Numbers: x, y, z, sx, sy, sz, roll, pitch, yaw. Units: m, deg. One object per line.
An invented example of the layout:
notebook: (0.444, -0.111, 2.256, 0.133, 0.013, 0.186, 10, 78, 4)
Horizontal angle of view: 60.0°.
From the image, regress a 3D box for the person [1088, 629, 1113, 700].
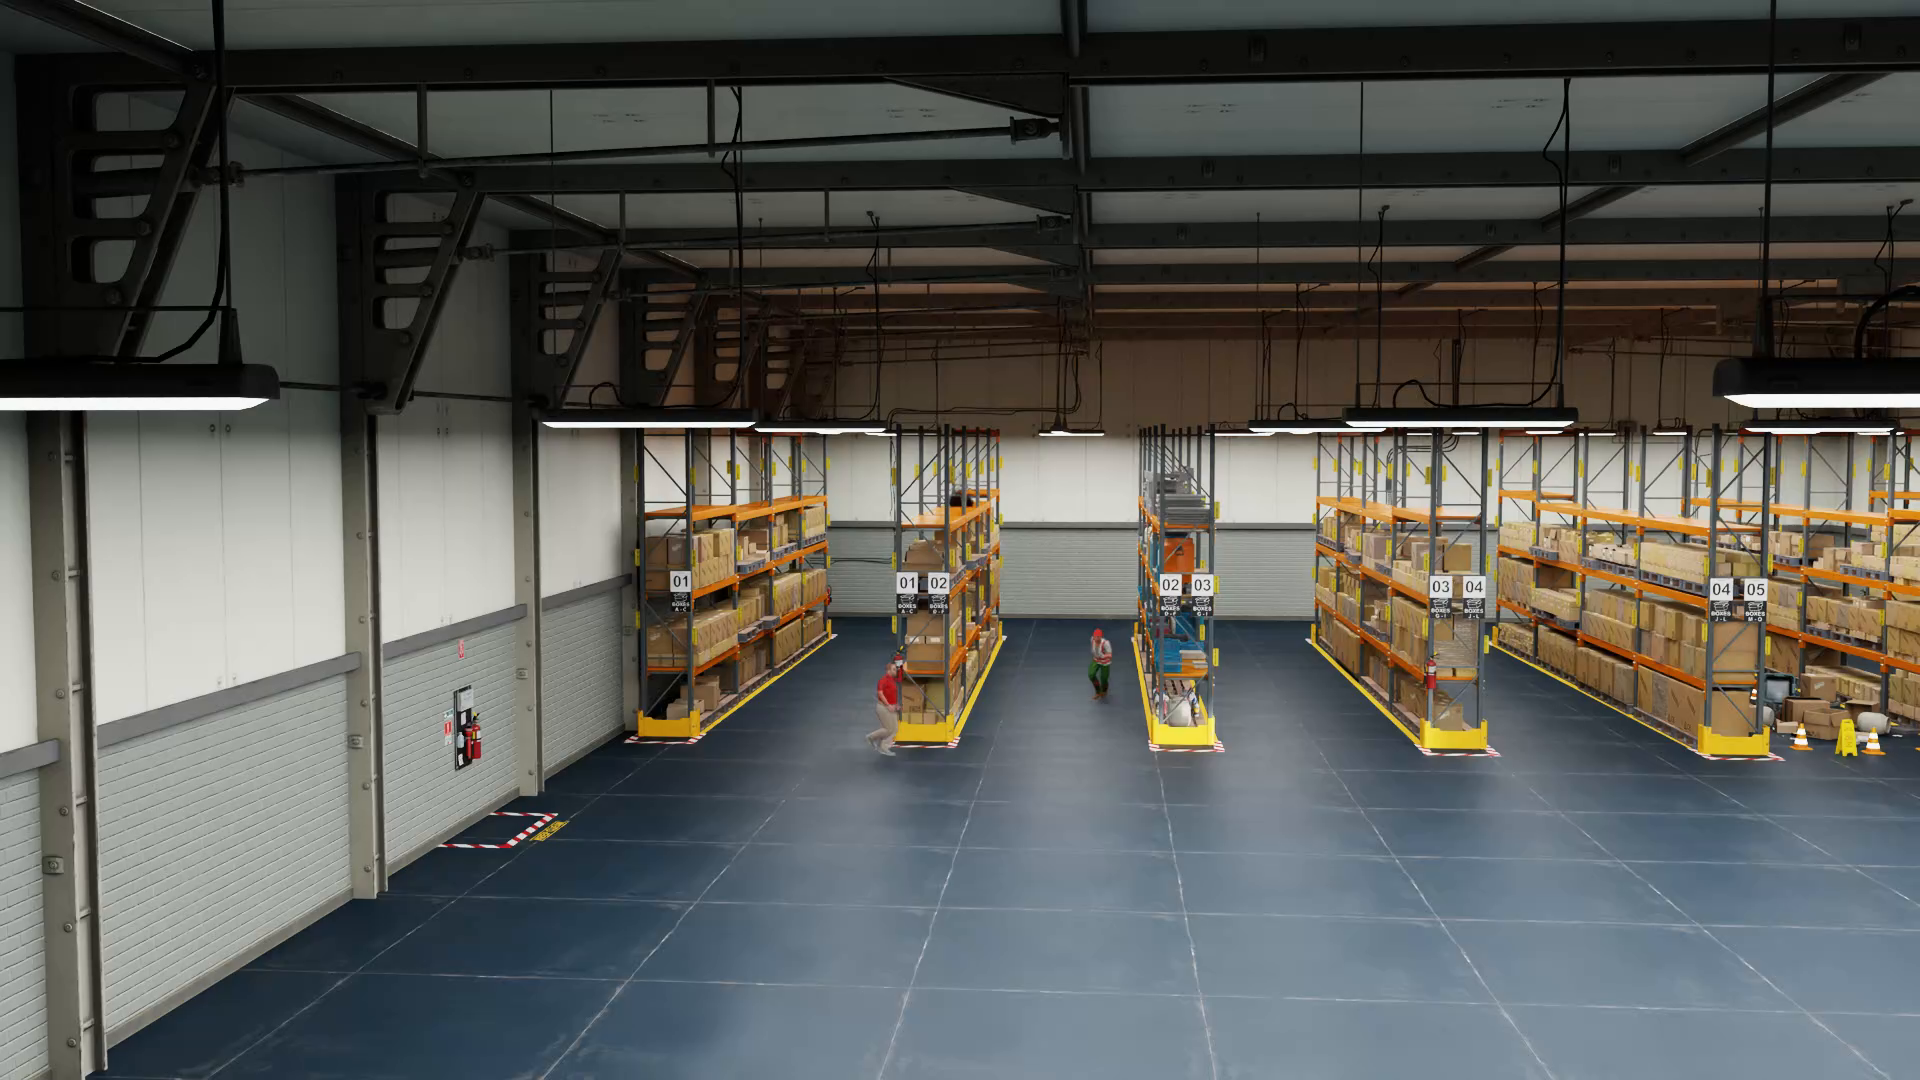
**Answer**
person: (3.086, 2.694, 36.368, 0.663, 1.571, 1.114, 2, 4, 24)

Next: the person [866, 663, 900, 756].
person: (-1.392, 3.050, 30.130, 0.534, 1.652, 0.651, 1, 4, 19)
